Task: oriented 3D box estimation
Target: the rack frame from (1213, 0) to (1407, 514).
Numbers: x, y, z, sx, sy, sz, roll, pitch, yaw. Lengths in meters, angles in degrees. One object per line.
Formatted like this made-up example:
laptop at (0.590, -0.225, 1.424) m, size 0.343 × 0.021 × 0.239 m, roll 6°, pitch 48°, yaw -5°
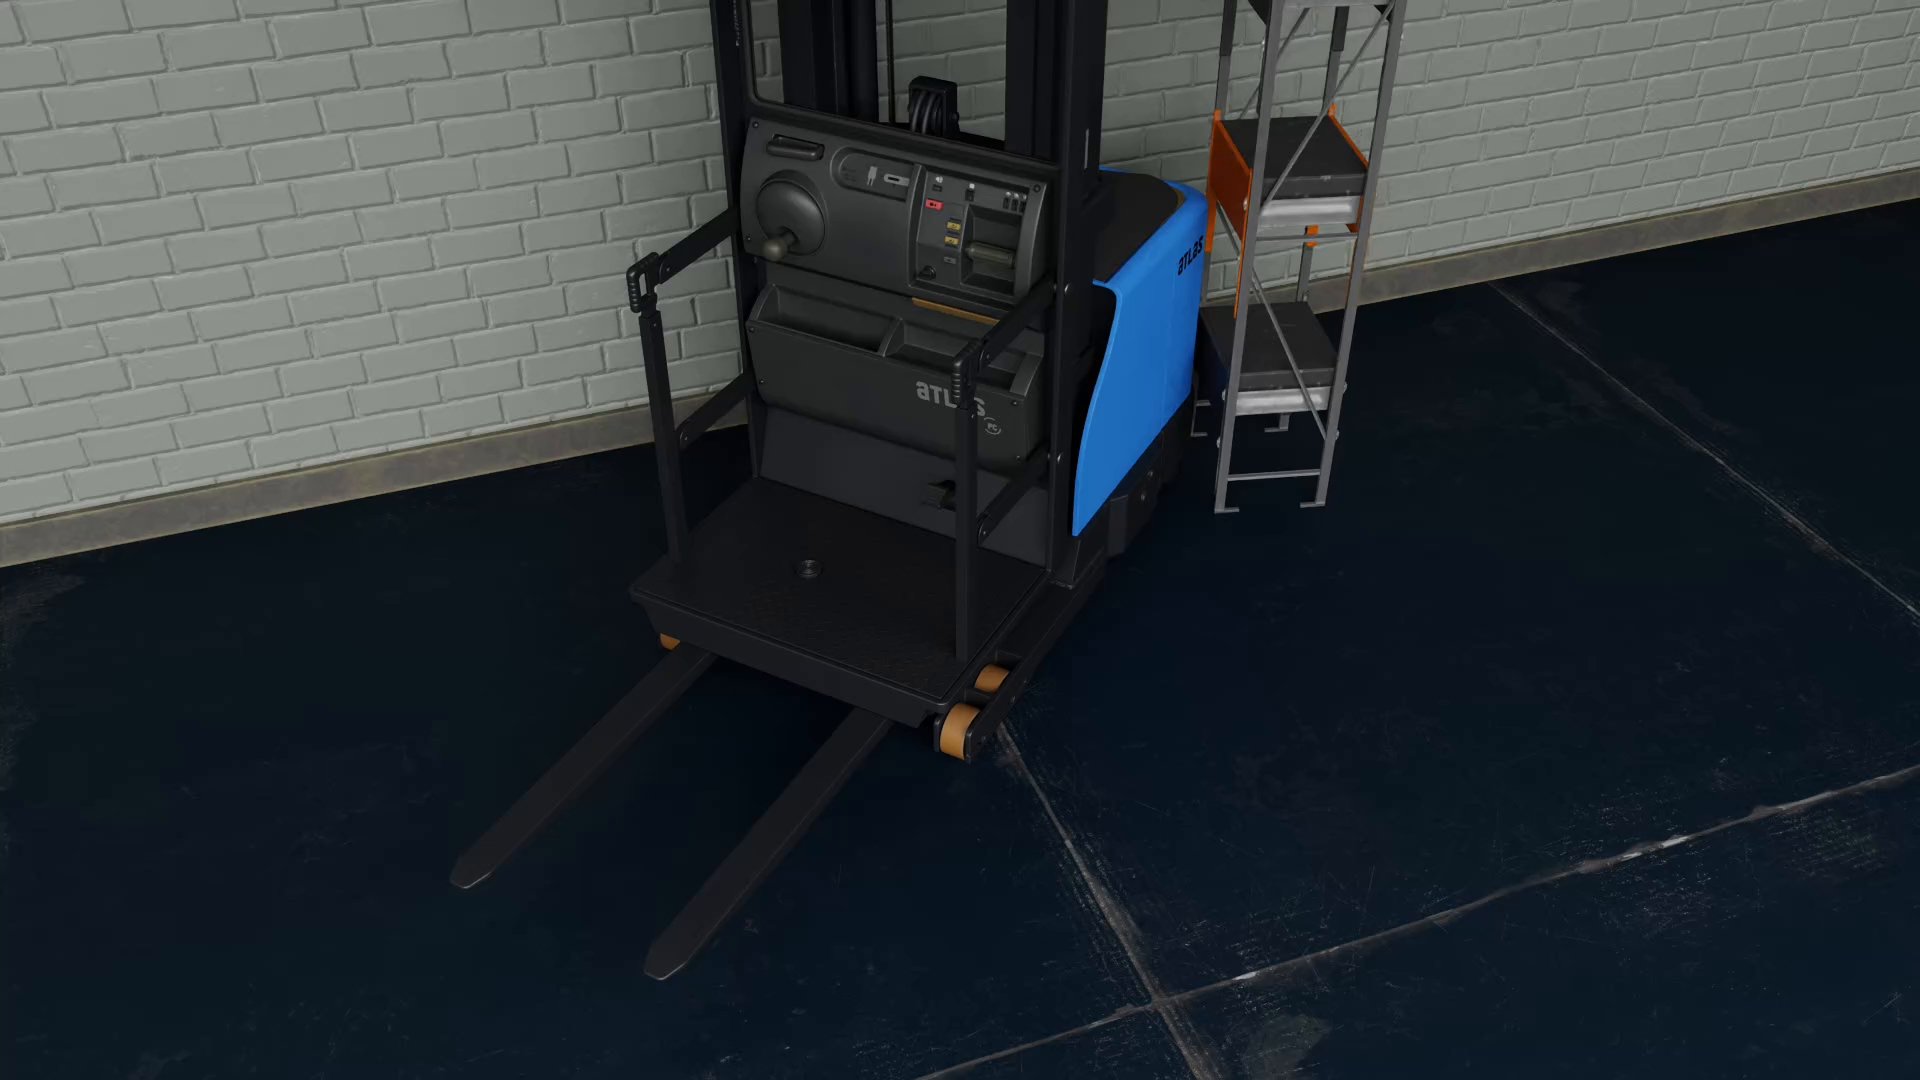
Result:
rack frame at (1.097, -0.950, 5.267) m, size 0.400 × 2.100 × 0.015 m, roll -4°, pitch 37°, yaw -5°

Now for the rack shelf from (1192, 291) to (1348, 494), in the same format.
rack shelf at (1.069, -0.526, 5.890) m, size 0.431 × 0.518 × 0.480 m, roll -4°, pitch 37°, yaw -5°

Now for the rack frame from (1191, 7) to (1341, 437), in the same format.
rack frame at (1.041, -1.242, 5.654) m, size 0.400 × 2.100 × 0.015 m, roll -4°, pitch 37°, yaw -5°

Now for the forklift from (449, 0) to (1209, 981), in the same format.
forklift at (-0.296, -0.836, 4.424) m, size 1.130 × 2.935 × 3.031 m, roll 18°, pitch 40°, yaw 22°

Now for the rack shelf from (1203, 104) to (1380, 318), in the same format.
rack shelf at (1.069, -1.085, 5.468) m, size 0.431 × 0.518 × 0.480 m, roll -4°, pitch 37°, yaw -5°

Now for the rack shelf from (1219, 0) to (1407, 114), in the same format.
rack shelf at (1.069, -1.644, 5.047) m, size 0.431 × 0.518 × 0.480 m, roll -4°, pitch 37°, yaw -5°

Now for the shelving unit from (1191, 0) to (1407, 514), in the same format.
shelving unit at (1.069, -1.096, 5.460) m, size 0.431 × 2.100 × 0.503 m, roll -4°, pitch 37°, yaw -5°
